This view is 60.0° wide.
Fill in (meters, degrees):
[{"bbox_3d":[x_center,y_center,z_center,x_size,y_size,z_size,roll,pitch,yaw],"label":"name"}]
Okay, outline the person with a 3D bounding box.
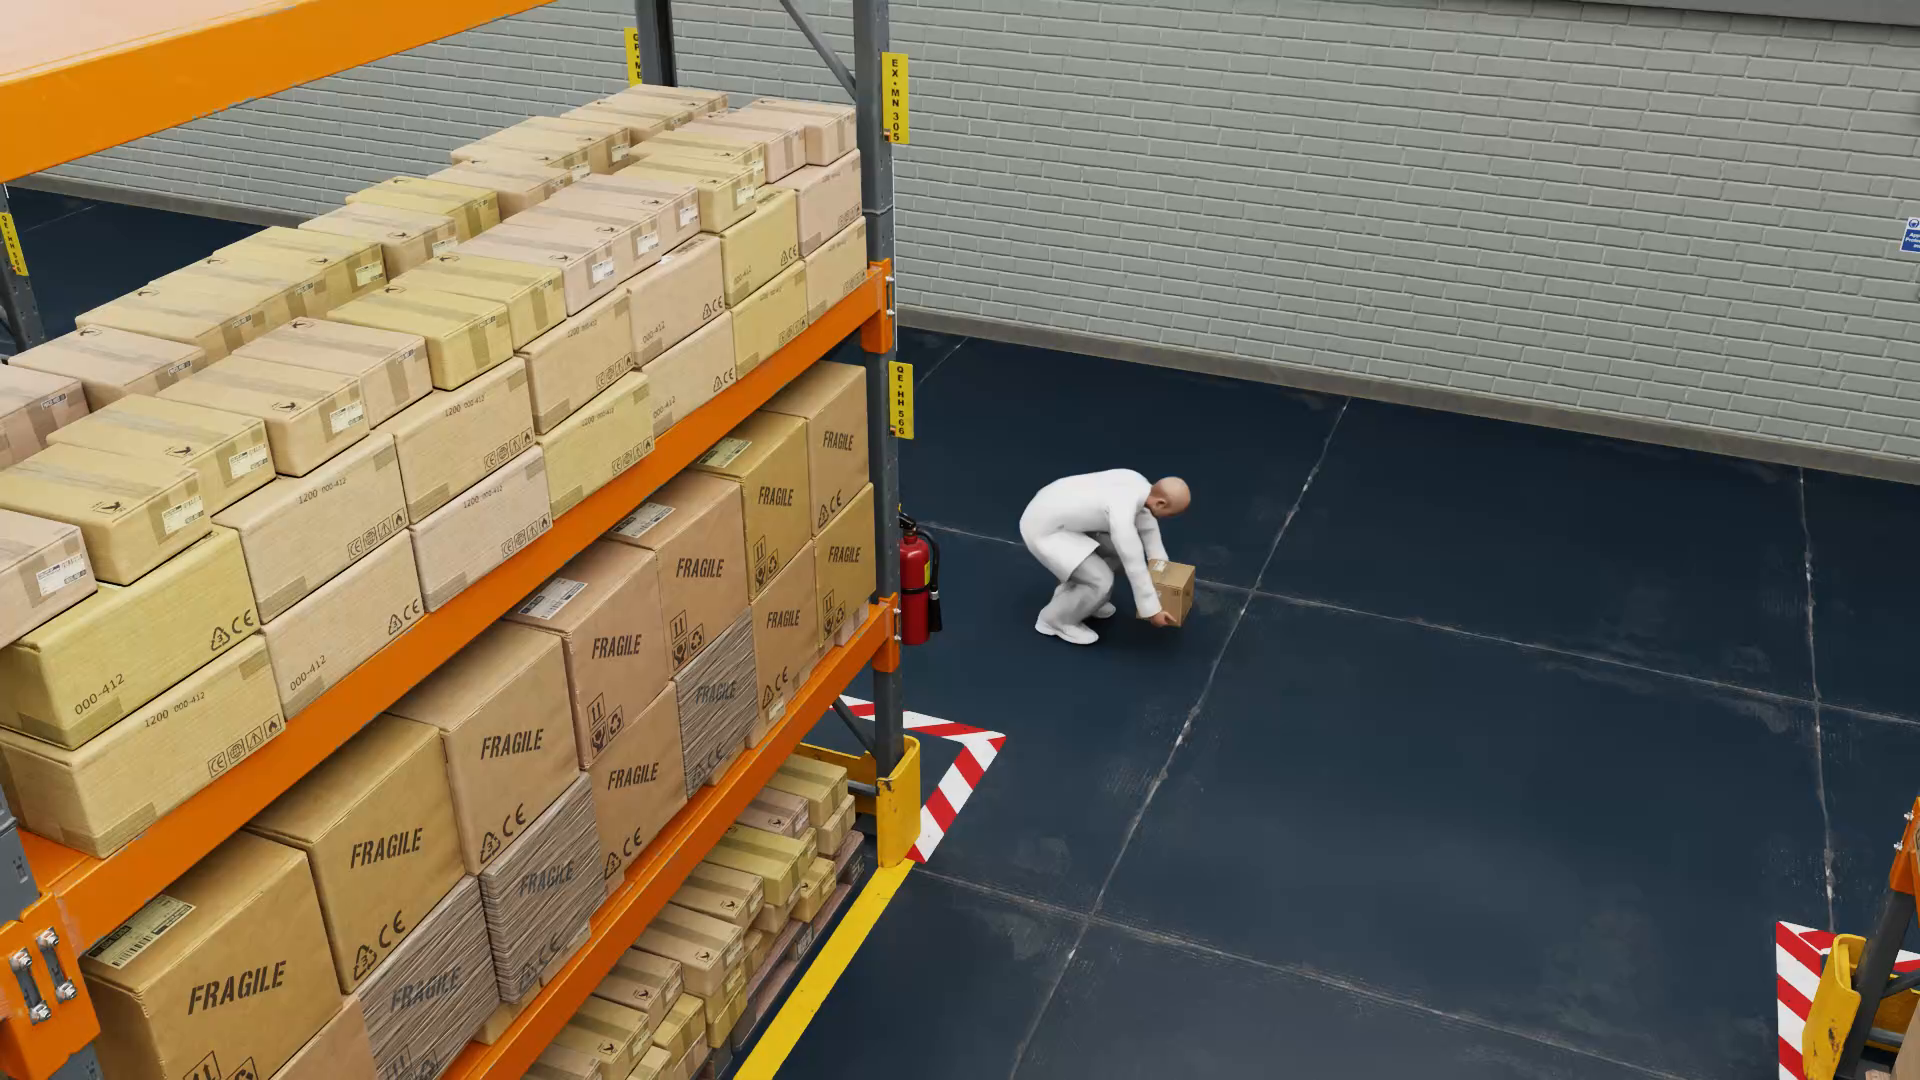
[{"bbox_3d":[0.788,0.081,9.102,0.940,0.970,0.591,10,31,18],"label":"person"}]
